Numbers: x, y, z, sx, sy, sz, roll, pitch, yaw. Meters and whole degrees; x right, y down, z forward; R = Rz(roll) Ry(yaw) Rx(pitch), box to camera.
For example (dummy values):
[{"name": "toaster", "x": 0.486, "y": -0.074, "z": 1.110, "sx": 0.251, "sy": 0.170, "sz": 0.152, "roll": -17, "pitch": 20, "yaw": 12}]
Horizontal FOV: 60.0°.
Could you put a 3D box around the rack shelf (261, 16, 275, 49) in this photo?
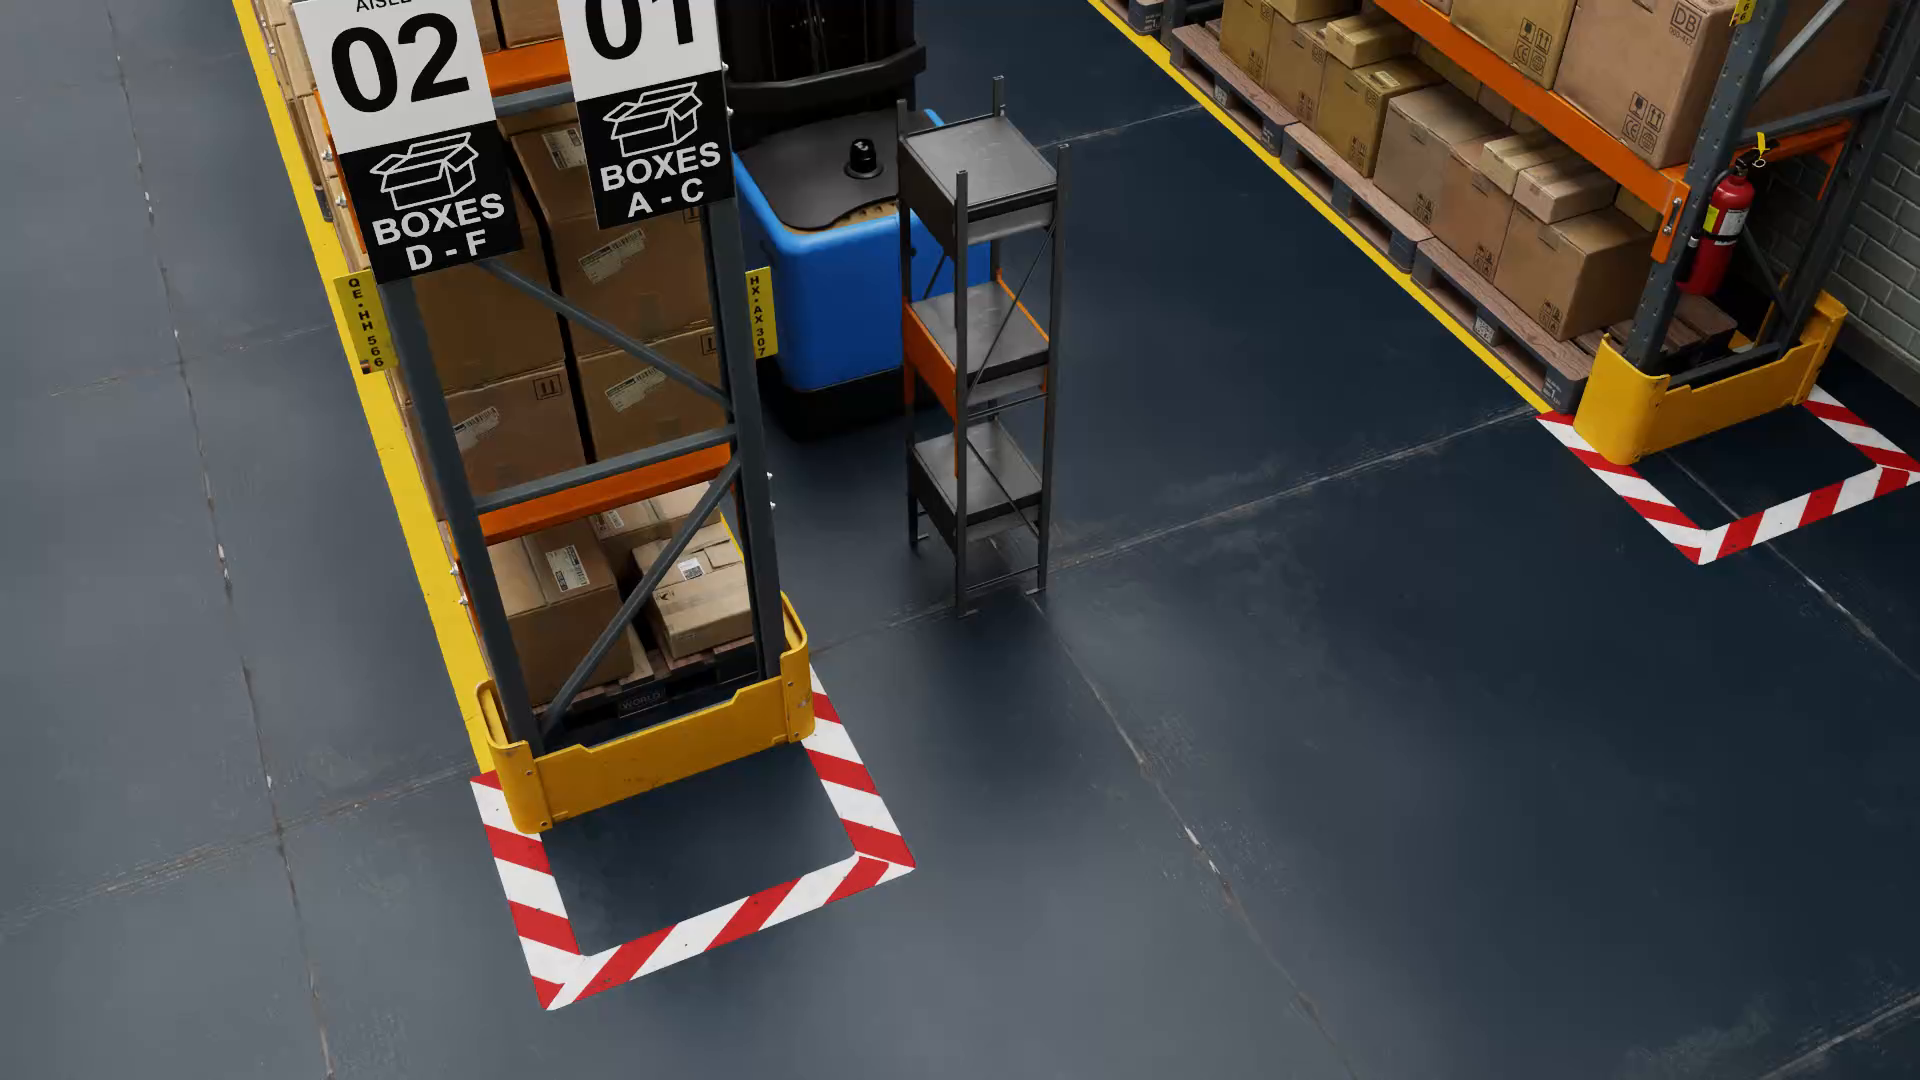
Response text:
[{"name": "rack shelf", "x": -3.628, "y": -3.785, "z": 9.331, "sx": 1.077, "sy": 0.370, "sz": 4.000, "roll": -18, "pitch": 47, "yaw": -17}]

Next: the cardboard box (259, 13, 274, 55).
[{"name": "cardboard box", "x": -3.455, "y": -2.581, "z": 9.065, "sx": 0.500, "sy": 0.500, "sz": 0.500, "roll": -18, "pitch": 47, "yaw": -17}]

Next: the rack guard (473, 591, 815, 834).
[{"name": "rack guard", "x": -1.137, "y": 0.624, "z": 6.131, "sx": 1.175, "sy": 0.500, "sz": 0.348, "roll": -18, "pitch": 47, "yaw": -17}]

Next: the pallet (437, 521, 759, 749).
[{"name": "pallet", "x": -1.473, "y": 0.219, "z": 6.747, "sx": 1.003, "sy": 0.211, "sz": 1.213, "roll": -18, "pitch": 47, "yaw": -17}]

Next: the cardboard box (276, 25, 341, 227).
[{"name": "cardboard box", "x": -1.977, "y": -1.462, "z": 5.682, "sx": 0.500, "sy": 0.500, "sz": 0.500, "roll": -17, "pitch": 47, "yaw": -16}]

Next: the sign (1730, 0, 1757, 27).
[{"name": "sign", "x": 2.890, "y": -2.028, "z": 6.045, "sx": 0.100, "sy": 0.325, "sz": 0.005, "roll": -18, "pitch": 47, "yaw": -17}]

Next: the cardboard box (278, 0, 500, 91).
[{"name": "cardboard box", "x": -1.560, "y": -1.481, "z": 4.455, "sx": 0.500, "sy": 0.250, "sz": 0.500, "roll": -18, "pitch": 47, "yaw": -17}]

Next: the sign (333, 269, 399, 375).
[{"name": "sign", "x": -1.617, "y": -0.591, "z": 4.533, "sx": 0.100, "sy": 0.325, "sz": 0.005, "roll": -18, "pitch": 47, "yaw": -17}]

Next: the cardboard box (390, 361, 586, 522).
[{"name": "cardboard box", "x": -1.540, "y": -0.458, "z": 5.376, "sx": 0.500, "sy": 0.500, "sz": 0.500, "roll": -17, "pitch": 47, "yaw": -16}]

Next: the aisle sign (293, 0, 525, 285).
[{"name": "aisle sign", "x": -1.354, "y": -1.009, "z": 4.155, "sx": 0.394, "sy": 0.787, "sz": 0.004, "roll": -18, "pitch": 47, "yaw": -17}]

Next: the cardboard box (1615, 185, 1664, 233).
[{"name": "cardboard box", "x": 3.237, "y": -1.569, "z": 7.592, "sx": 0.380, "sy": 0.149, "sz": 0.250, "roll": -18, "pitch": 47, "yaw": -17}]

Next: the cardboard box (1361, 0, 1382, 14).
[{"name": "cardboard box", "x": 2.381, "y": -2.864, "z": 8.904, "sx": 0.380, "sy": 0.149, "sz": 0.250, "roll": -19, "pitch": 48, "yaw": -19}]

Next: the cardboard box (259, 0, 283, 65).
[{"name": "cardboard box", "x": -2.411, "y": -2.118, "z": 6.347, "sx": 0.500, "sy": 0.500, "sz": 0.500, "roll": -19, "pitch": 48, "yaw": -19}]

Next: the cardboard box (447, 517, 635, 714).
[{"name": "cardboard box", "x": -1.557, "y": 0.242, "z": 6.204, "sx": 0.500, "sy": 0.500, "sz": 0.500, "roll": -18, "pitch": 47, "yaw": -17}]

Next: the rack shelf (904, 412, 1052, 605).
[{"name": "rack shelf", "x": 0.070, "y": -0.134, "z": 6.776, "sx": 0.431, "sy": 0.518, "sz": 0.480, "roll": -18, "pitch": 47, "yaw": -17}]

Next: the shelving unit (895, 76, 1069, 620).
[{"name": "shelving unit", "x": 0.070, "y": -0.642, "z": 6.274, "sx": 0.431, "sy": 2.100, "sz": 0.503, "roll": -18, "pitch": 47, "yaw": -17}]

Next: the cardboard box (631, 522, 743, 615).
[{"name": "cardboard box", "x": -1.074, "y": 0.107, "z": 6.579, "sx": 0.380, "sy": 0.166, "sz": 0.250, "roll": -18, "pitch": 47, "yaw": -17}]

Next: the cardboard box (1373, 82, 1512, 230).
[{"name": "cardboard box", "x": 2.580, "y": -1.998, "z": 8.489, "sx": 0.700, "sy": 0.500, "sz": 0.500, "roll": -19, "pitch": 48, "yaw": -19}]

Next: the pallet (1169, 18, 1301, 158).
[{"name": "pallet", "x": 1.955, "y": -2.731, "z": 9.737, "sx": 1.003, "sy": 0.211, "sz": 1.213, "roll": -18, "pitch": 47, "yaw": -17}]

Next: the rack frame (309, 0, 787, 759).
[{"name": "rack frame", "x": -1.105, "y": -0.217, "z": 5.203, "sx": 1.000, "sy": 3.000, "sz": 0.127, "roll": -18, "pitch": 47, "yaw": -17}]

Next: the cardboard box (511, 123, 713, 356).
[{"name": "cardboard box", "x": -1.052, "y": -0.970, "z": 5.183, "sx": 0.500, "sy": 0.500, "sz": 0.500, "roll": -17, "pitch": 47, "yaw": -16}]

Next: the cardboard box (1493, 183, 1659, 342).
[{"name": "cardboard box", "x": 3.003, "y": -1.359, "z": 7.841, "sx": 0.700, "sy": 0.500, "sz": 0.500, "roll": -18, "pitch": 47, "yaw": -17}]

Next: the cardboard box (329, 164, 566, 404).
[{"name": "cardboard box", "x": -1.542, "y": -0.811, "z": 5.022, "sx": 0.500, "sy": 0.500, "sz": 0.500, "roll": -18, "pitch": 48, "yaw": -18}]

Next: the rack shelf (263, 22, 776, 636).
[{"name": "rack shelf", "x": -1.946, "y": -1.236, "z": 6.748, "sx": 1.077, "sy": 0.370, "sz": 4.000, "roll": -18, "pitch": 47, "yaw": -17}]

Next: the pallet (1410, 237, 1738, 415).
[{"name": "pallet", "x": 2.981, "y": -1.176, "z": 8.161, "sx": 1.003, "sy": 0.211, "sz": 1.213, "roll": -18, "pitch": 47, "yaw": -17}]

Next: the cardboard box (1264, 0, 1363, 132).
[{"name": "cardboard box", "x": 2.136, "y": -2.663, "z": 9.163, "sx": 0.700, "sy": 0.500, "sz": 0.500, "roll": -18, "pitch": 48, "yaw": -18}]

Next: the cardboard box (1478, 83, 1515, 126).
[{"name": "cardboard box", "x": 2.811, "y": -2.213, "z": 8.245, "sx": 0.380, "sy": 0.149, "sz": 0.250, "roll": -17, "pitch": 47, "yaw": -17}]

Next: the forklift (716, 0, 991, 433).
[{"name": "forklift", "x": -0.865, "y": -2.573, "z": 7.639, "sx": 1.130, "sy": 2.935, "sz": 3.031, "roll": -17, "pitch": 47, "yaw": -17}]

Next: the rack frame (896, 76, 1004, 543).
[{"name": "rack frame", "x": -0.033, "y": -0.797, "z": 6.432, "sx": 0.400, "sy": 2.100, "sz": 0.015, "roll": -18, "pitch": 47, "yaw": -17}]

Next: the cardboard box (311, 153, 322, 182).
[{"name": "cardboard box", "x": -2.393, "y": -1.752, "z": 6.687, "sx": 0.500, "sy": 0.500, "sz": 0.500, "roll": -18, "pitch": 47, "yaw": -18}]

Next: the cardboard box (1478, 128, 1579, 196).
[{"name": "cardboard box", "x": 2.675, "y": -1.781, "z": 7.807, "sx": 0.380, "sy": 0.149, "sz": 0.250, "roll": -17, "pitch": 47, "yaw": -16}]

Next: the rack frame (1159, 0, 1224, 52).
[{"name": "rack frame", "x": 1.706, "y": -4.232, "z": 9.272, "sx": 1.000, "sy": 3.000, "sz": 0.127, "roll": -18, "pitch": 47, "yaw": -17}]

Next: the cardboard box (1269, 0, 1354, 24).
[{"name": "cardboard box", "x": 1.906, "y": -2.943, "z": 8.985, "sx": 0.380, "sy": 0.149, "sz": 0.250, "roll": -17, "pitch": 47, "yaw": -16}]

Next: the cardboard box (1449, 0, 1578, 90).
[{"name": "cardboard box", "x": 2.848, "y": -2.572, "z": 7.376, "sx": 0.980, "sy": 0.700, "sz": 0.700, "roll": -18, "pitch": 48, "yaw": -18}]

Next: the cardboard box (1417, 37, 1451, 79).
[{"name": "cardboard box", "x": 2.596, "y": -2.538, "z": 8.574, "sx": 0.380, "sy": 0.149, "sz": 0.250, "roll": -19, "pitch": 48, "yaw": -18}]

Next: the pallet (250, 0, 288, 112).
[{"name": "pallet", "x": -3.680, "y": -3.060, "z": 10.069, "sx": 1.003, "sy": 0.211, "sz": 1.213, "roll": -18, "pitch": 47, "yaw": -17}]

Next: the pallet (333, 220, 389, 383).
[{"name": "pallet", "x": -2.499, "y": -1.336, "z": 8.322, "sx": 1.003, "sy": 0.211, "sz": 1.213, "roll": -18, "pitch": 47, "yaw": -17}]

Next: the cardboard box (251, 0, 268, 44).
[{"name": "cardboard box", "x": -3.881, "y": -3.224, "z": 9.717, "sx": 0.500, "sy": 0.500, "sz": 0.500, "roll": -20, "pitch": 48, "yaw": -19}]

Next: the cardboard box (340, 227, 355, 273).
[{"name": "cardboard box", "x": -1.966, "y": -1.107, "z": 6.034, "sx": 0.500, "sy": 0.500, "sz": 0.500, "roll": -18, "pitch": 47, "yaw": -17}]
